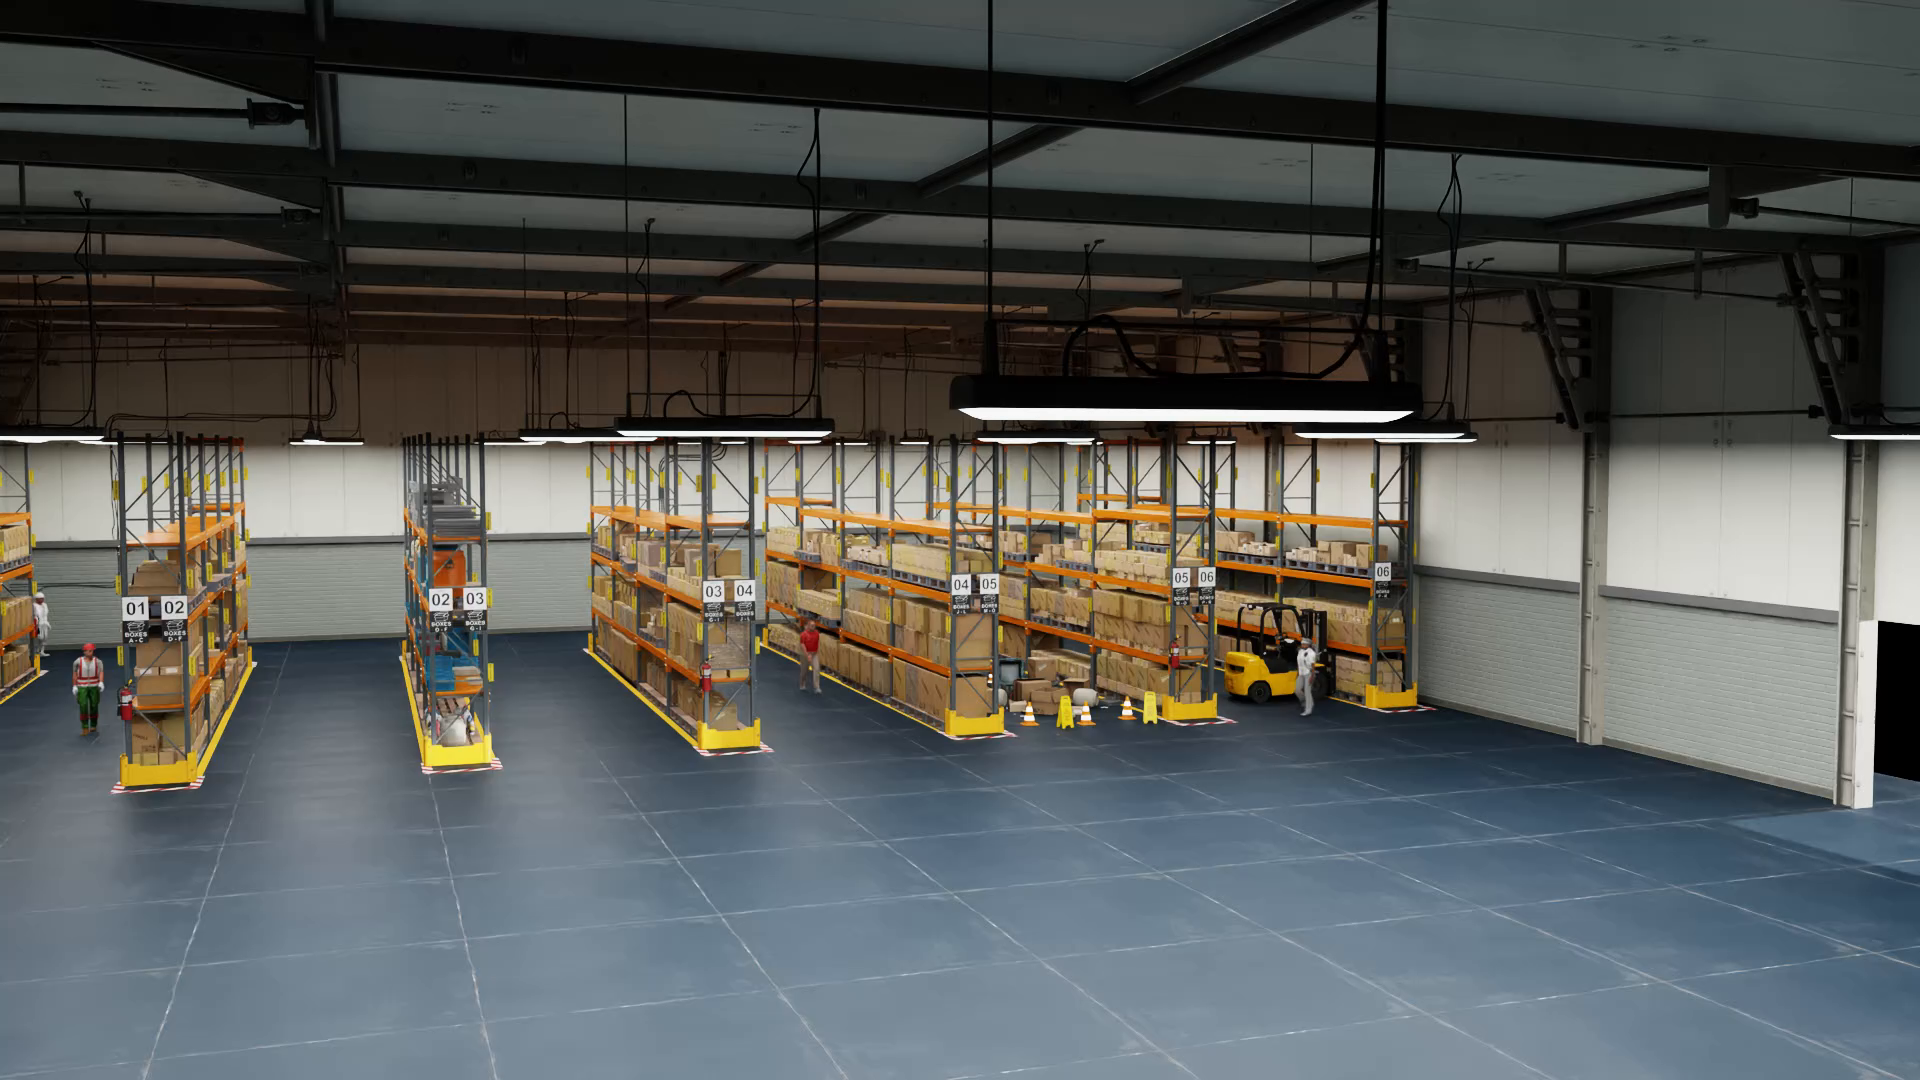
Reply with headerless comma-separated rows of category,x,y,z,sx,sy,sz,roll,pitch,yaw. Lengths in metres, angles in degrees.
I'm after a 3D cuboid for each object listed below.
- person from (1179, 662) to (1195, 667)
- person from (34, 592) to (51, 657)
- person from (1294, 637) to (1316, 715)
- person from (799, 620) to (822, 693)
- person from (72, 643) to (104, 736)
person,5.452,2.671,39.537,0.606,1.834,0.607,-2,4,-26
person,-24.986,2.321,45.168,0.426,1.803,0.653,1,3,16
person,7.422,2.940,35.599,0.393,1.731,0.520,-2,4,-30
person,-3.486,2.714,38.936,0.528,1.673,0.978,-2,4,-31
person,-17.455,2.990,33.343,0.563,1.805,0.670,-2,4,-35
